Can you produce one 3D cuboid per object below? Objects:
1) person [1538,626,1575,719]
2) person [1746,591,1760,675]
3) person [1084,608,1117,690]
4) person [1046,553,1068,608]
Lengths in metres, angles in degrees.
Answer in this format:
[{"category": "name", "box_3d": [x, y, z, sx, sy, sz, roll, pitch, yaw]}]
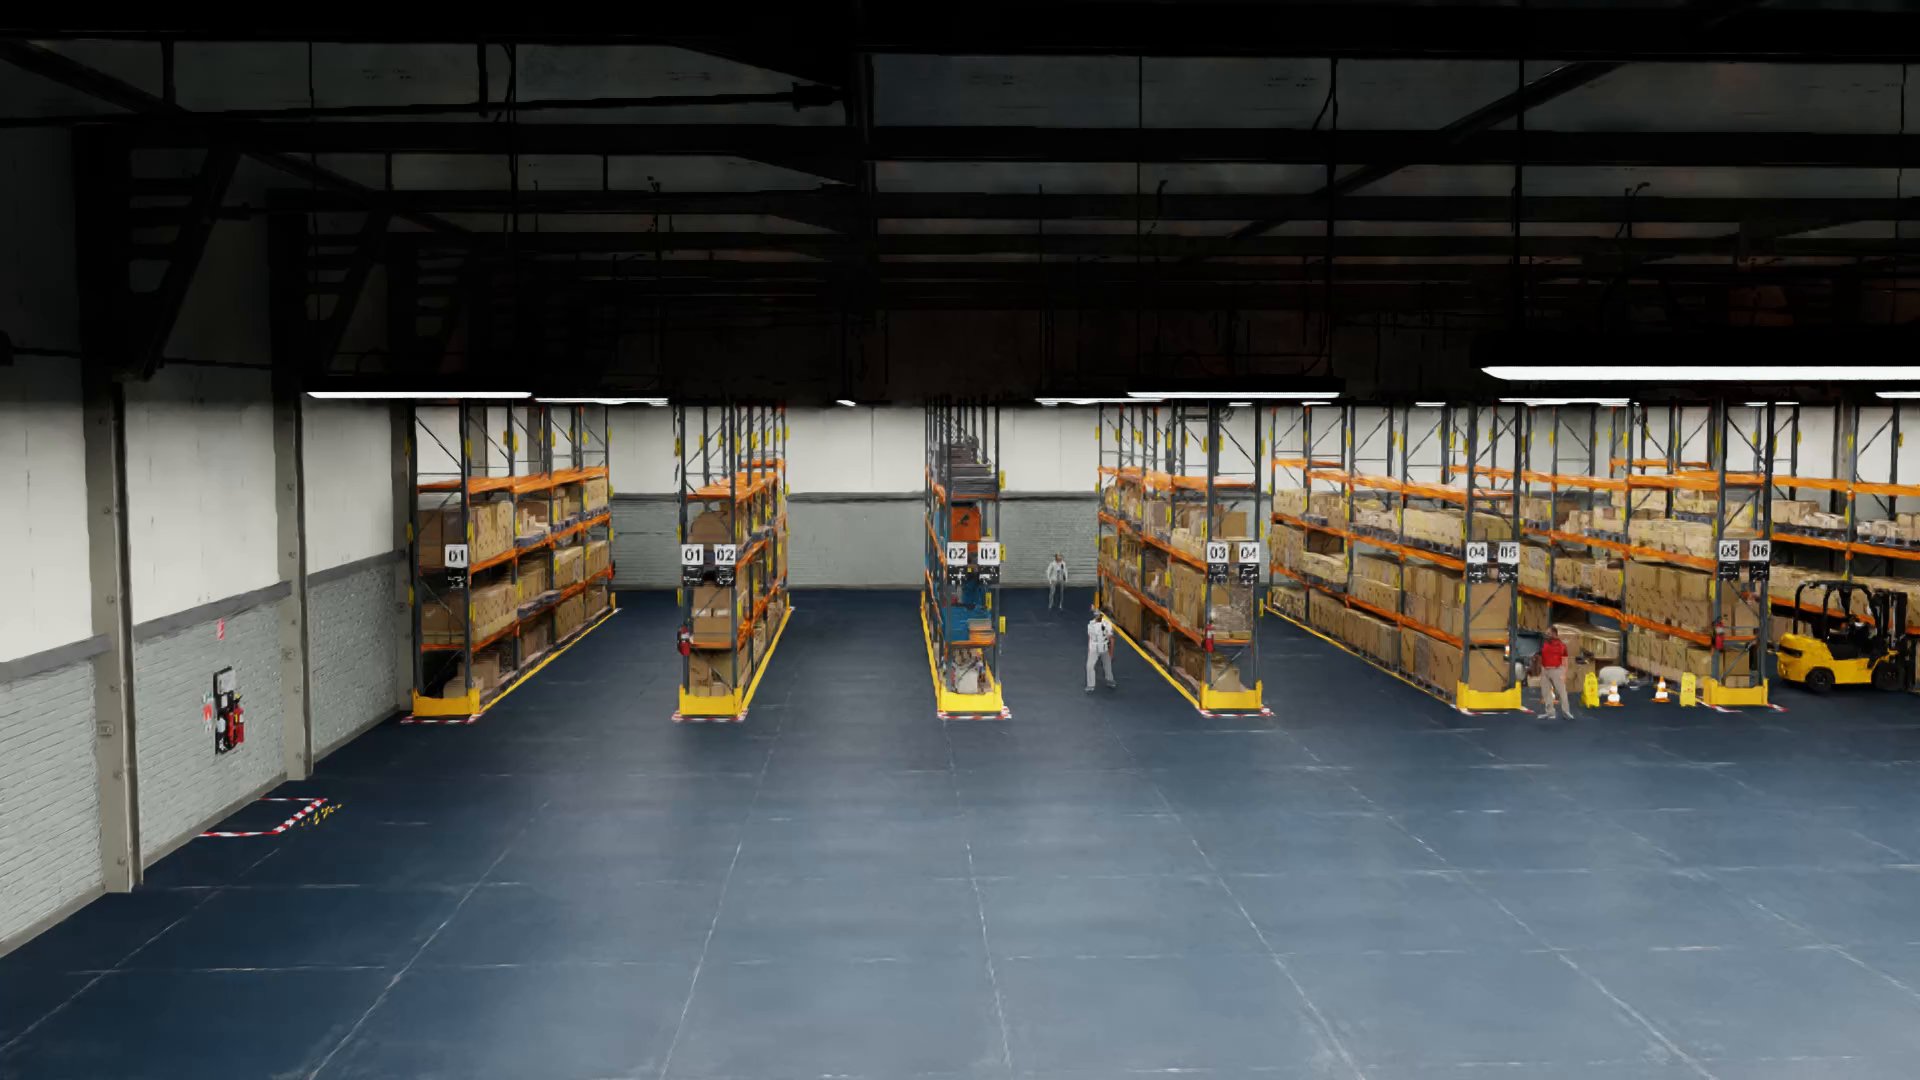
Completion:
[{"category": "person", "box_3d": [11.003, 2.449, 30.683, 0.552, 1.716, 0.652, -2, 5, -29]}, {"category": "person", "box_3d": [17.030, 1.991, 35.794, 0.557, 1.781, 0.631, 2, 5, 26]}, {"category": "person", "box_3d": [2.864, 2.197, 33.872, 0.585, 1.697, 0.977, 1, 5, 18]}, {"category": "person", "box_3d": [2.788, 1.155, 47.618, 0.639, 1.632, 0.506, 0, 5, -5]}]
